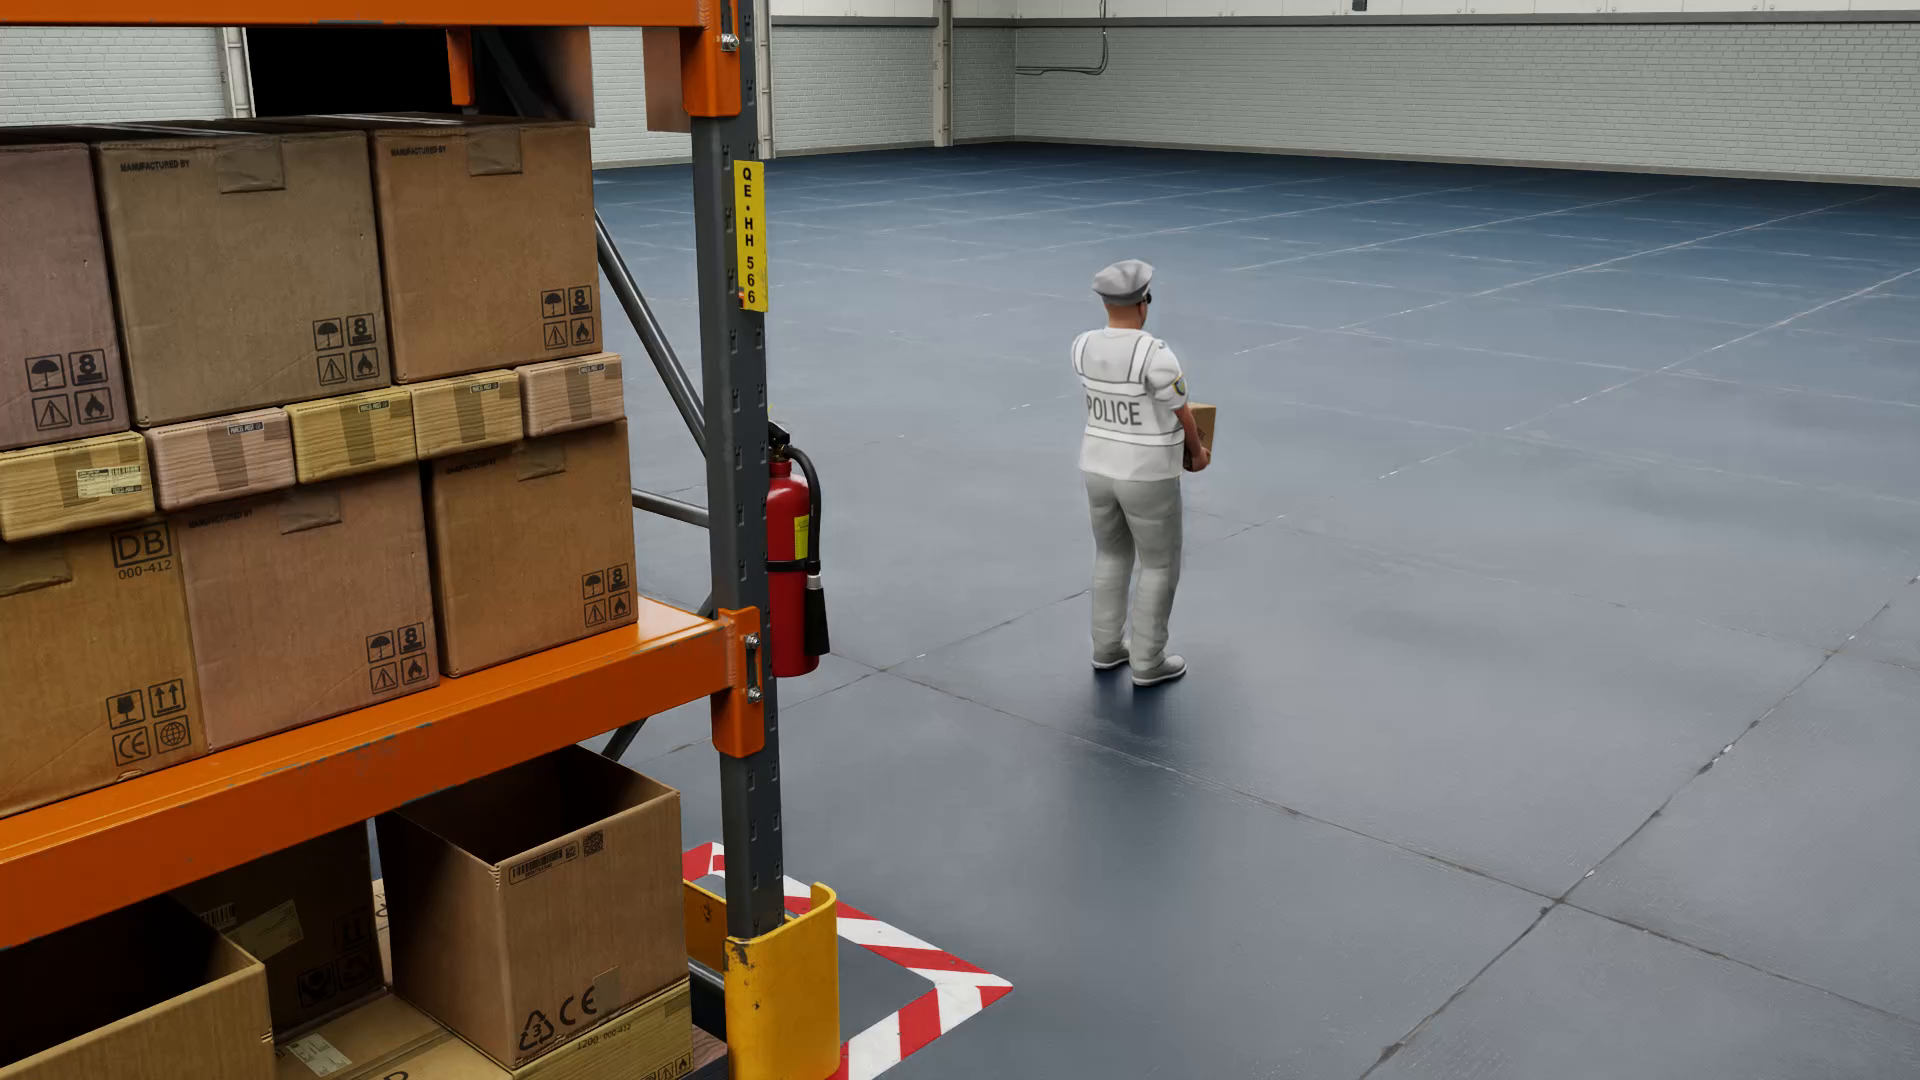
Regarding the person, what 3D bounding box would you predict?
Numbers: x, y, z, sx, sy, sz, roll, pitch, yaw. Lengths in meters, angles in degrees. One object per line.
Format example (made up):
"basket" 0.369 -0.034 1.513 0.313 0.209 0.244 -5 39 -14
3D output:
"person" 0.768 -0.296 6.984 0.494 1.767 0.563 15 22 41
